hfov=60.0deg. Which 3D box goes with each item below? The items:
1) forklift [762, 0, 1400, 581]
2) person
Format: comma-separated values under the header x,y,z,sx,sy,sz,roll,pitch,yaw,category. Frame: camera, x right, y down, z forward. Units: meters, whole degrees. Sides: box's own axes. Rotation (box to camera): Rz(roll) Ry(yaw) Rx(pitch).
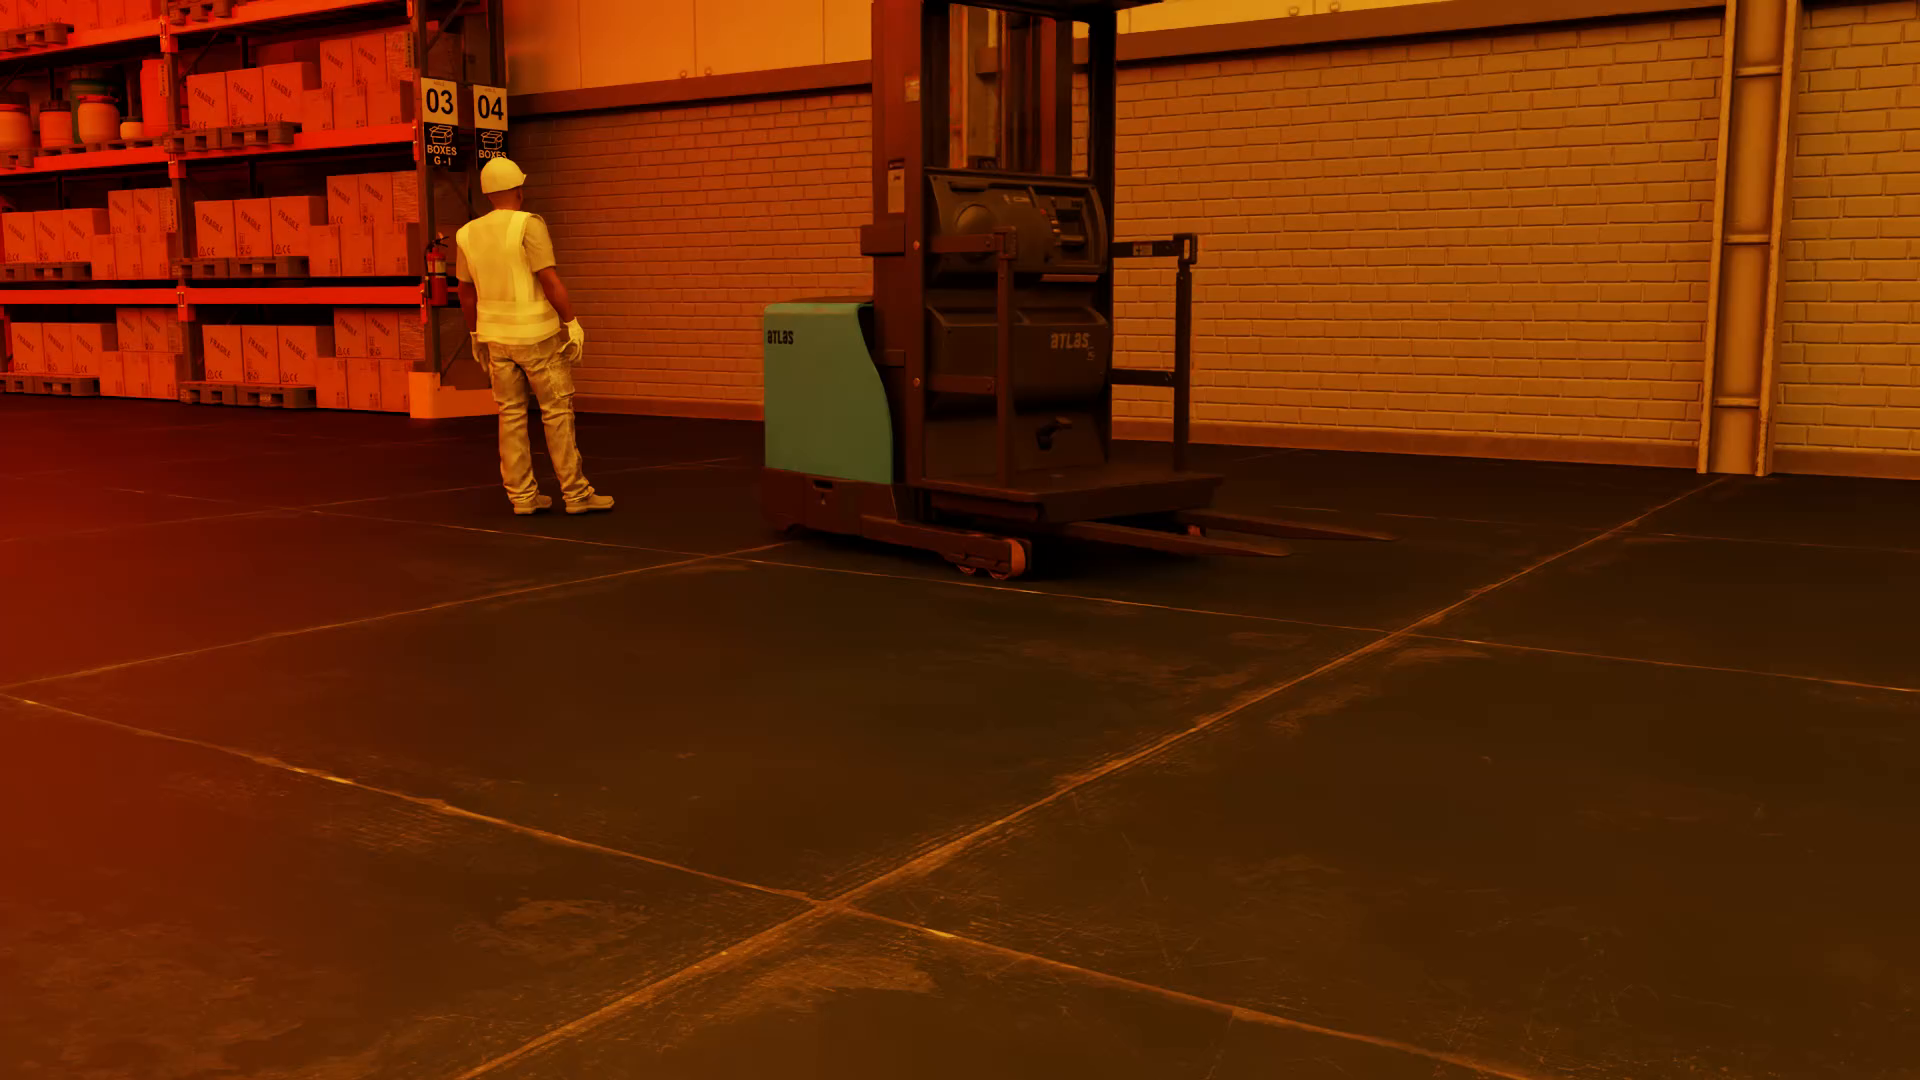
x,y,z,sx,sy,sz,roll,pitch,yaw,category
0.390,-1.371,6.835,1.130,2.935,3.031,-7,10,-39,forklift
-2.182,-1.029,8.455,0.656,1.781,0.579,3,9,22,person
